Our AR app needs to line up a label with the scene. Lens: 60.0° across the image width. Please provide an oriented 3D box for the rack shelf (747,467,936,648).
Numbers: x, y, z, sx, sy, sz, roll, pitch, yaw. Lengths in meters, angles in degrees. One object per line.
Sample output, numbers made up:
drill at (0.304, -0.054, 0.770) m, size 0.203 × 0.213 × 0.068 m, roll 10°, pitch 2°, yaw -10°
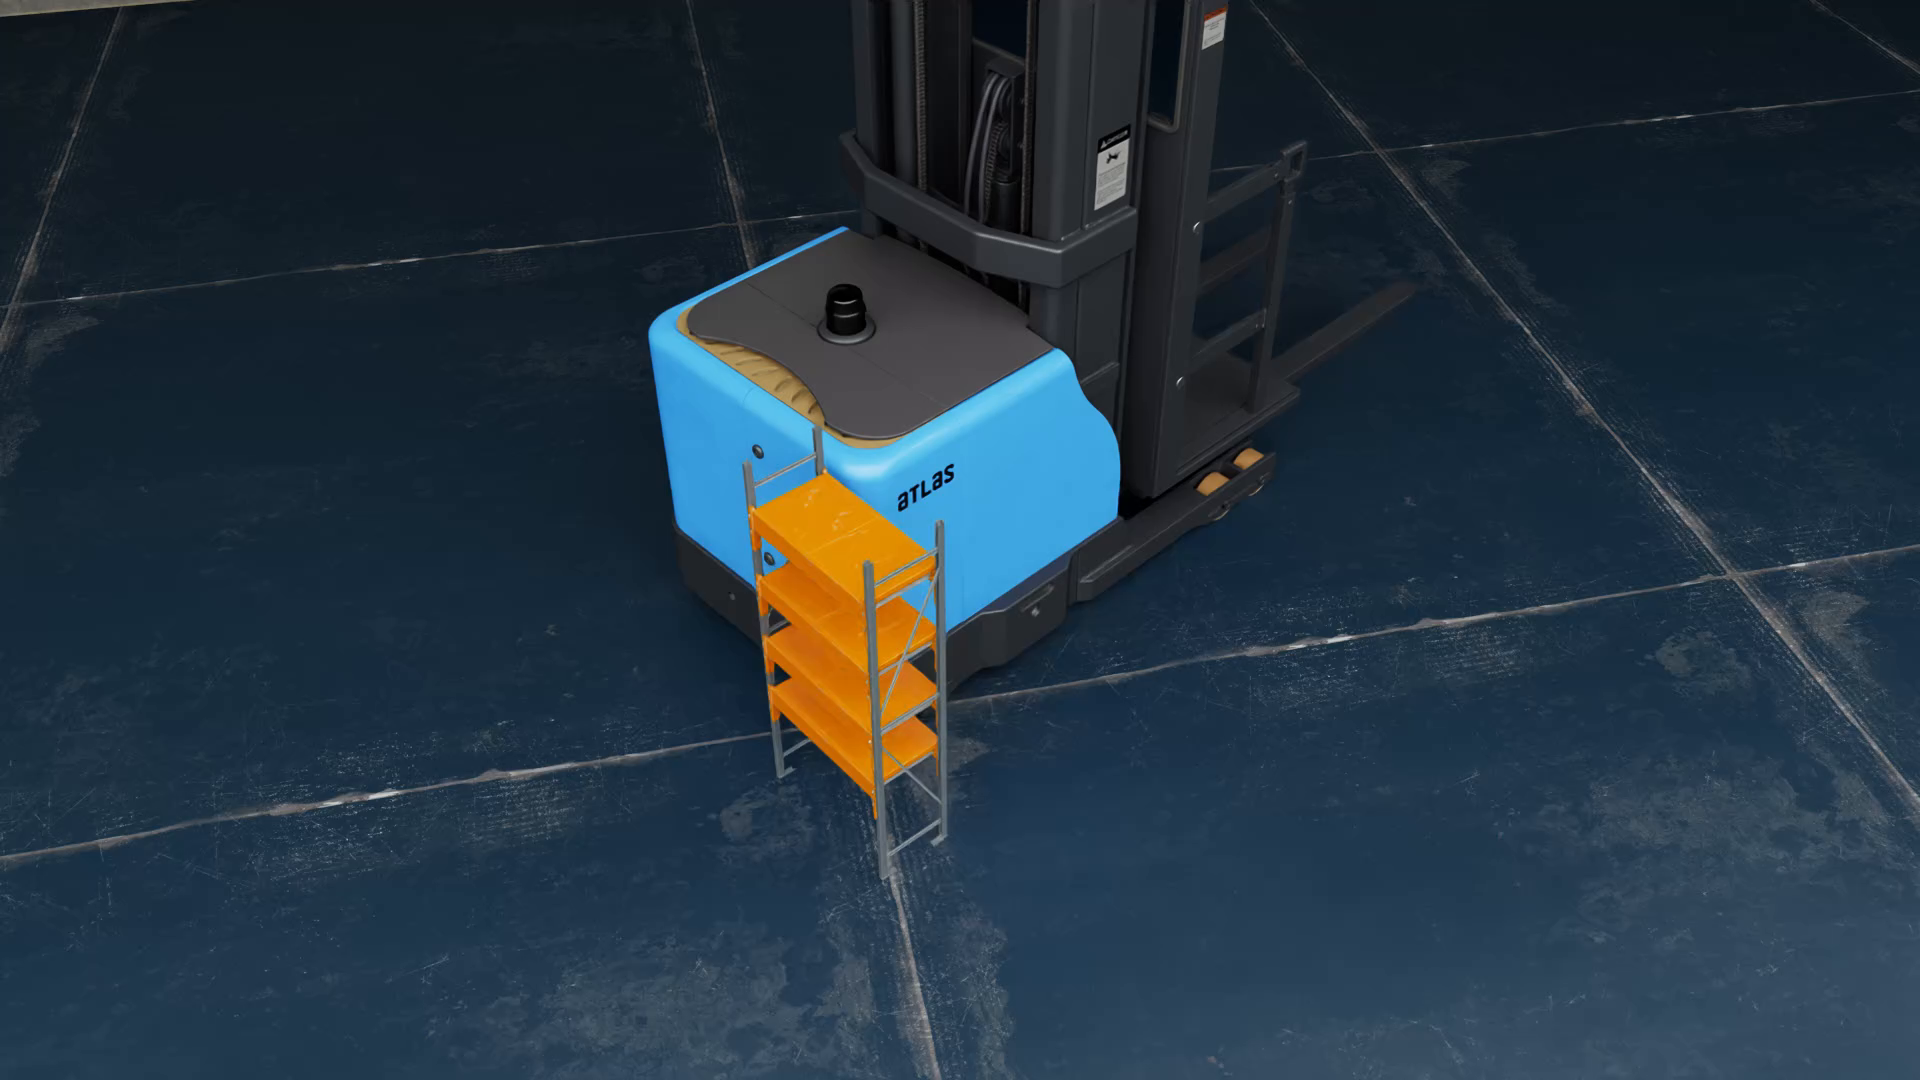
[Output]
rack shelf at (-0.291, 0.036, 4.213) m, size 0.258 × 0.148 × 0.480 m, roll -30°, pitch 50°, yaw -29°

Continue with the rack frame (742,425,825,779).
rack frame at (-0.451, 0.208, 4.612) m, size 0.240 × 1.200 × 0.015 m, roll -30°, pitch 50°, yaw -29°

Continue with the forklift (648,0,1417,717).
forklift at (0.479, -1.389, 5.107) m, size 3.031 × 2.935 × 1.130 m, roll -33°, pitch 51°, yaw -31°

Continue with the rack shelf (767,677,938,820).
rack shelf at (-0.291, 0.529, 4.651) m, size 0.258 × 0.148 × 0.480 m, roll -30°, pitch 50°, yaw -29°

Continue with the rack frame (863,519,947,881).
rack frame at (-0.132, 0.453, 4.336) m, size 0.240 × 1.200 × 0.015 m, roll -30°, pitch 50°, yaw -29°

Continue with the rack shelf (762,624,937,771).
rack shelf at (-0.291, 0.381, 4.519) m, size 0.258 × 0.148 × 0.480 m, roll -30°, pitch 50°, yaw -29°

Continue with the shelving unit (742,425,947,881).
shelving unit at (-0.291, 0.330, 4.474) m, size 0.258 × 1.200 × 0.503 m, roll -30°, pitch 50°, yaw -29°

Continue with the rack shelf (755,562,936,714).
rack shelf at (-0.291, 0.213, 4.370) m, size 0.258 × 0.148 × 0.480 m, roll -30°, pitch 50°, yaw -29°
